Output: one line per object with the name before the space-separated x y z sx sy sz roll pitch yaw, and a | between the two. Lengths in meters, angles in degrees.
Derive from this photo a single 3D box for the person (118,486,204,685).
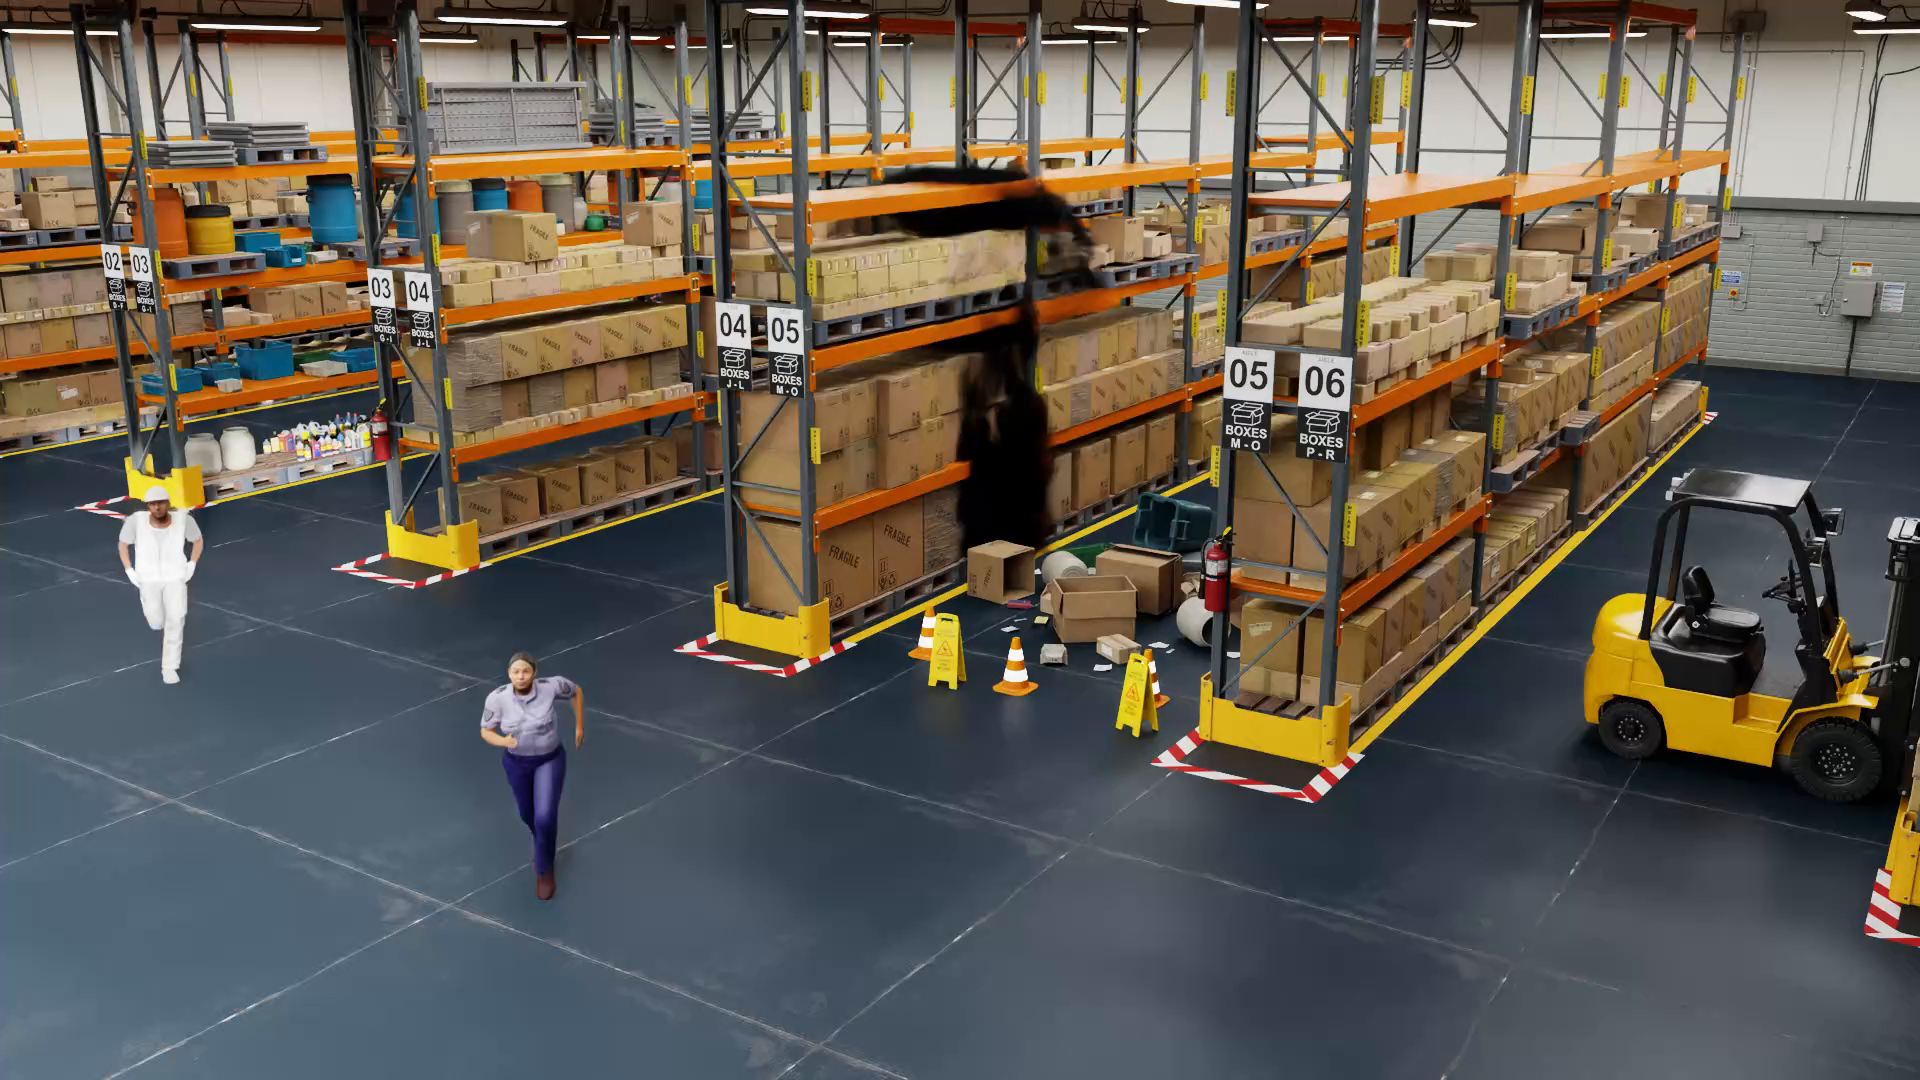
person | -7.088 0.336 14.838 0.687 1.756 0.880 -6 17 -21

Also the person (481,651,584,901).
person | -2.772 1.491 10.866 0.627 1.662 0.818 -2 16 -7
